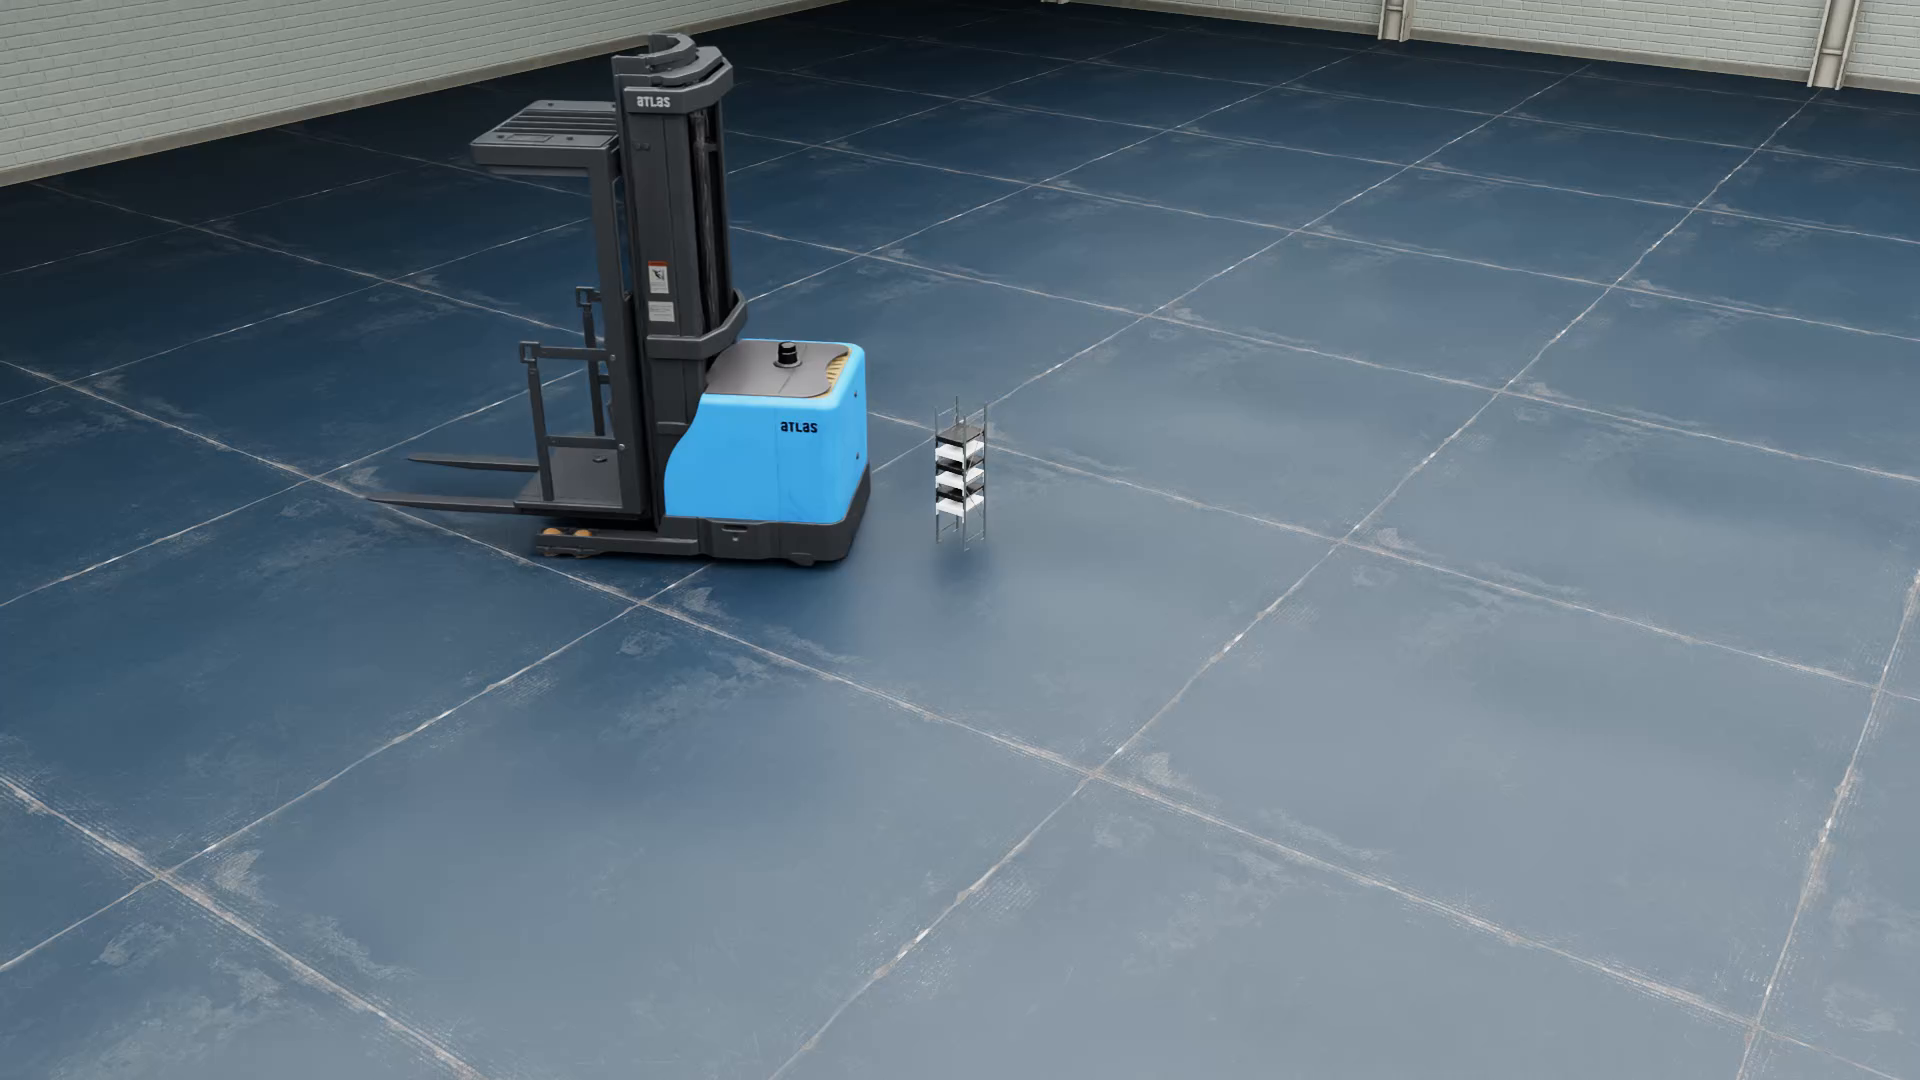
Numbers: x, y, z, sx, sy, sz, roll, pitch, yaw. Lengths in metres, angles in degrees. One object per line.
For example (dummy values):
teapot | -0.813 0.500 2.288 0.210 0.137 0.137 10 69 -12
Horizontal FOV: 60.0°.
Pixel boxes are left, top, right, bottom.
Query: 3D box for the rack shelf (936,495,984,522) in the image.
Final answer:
rack shelf | 0.007 -0.209 10.139 0.200 0.077 0.258 17 32 30

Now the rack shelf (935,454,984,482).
rack shelf | 0.007 -0.449 10.016 0.200 0.077 0.258 17 32 30

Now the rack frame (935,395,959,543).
rack frame | -0.077 -0.425 10.093 0.006 0.900 0.240 17 32 30

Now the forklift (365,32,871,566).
forklift | -2.130 -1.431 9.829 3.031 2.935 1.130 3 27 6

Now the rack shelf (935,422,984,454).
rack shelf | 0.007 -0.610 9.934 0.200 0.077 0.258 17 32 30

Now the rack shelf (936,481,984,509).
rack shelf | 0.007 -0.289 10.098 0.200 0.077 0.258 17 32 30

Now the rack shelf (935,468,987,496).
rack shelf | 0.007 -0.369 10.057 0.200 0.077 0.258 17 32 30

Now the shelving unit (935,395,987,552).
shelving unit | 0.007 -0.399 10.042 0.210 0.900 0.258 17 32 30

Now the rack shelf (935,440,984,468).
rack shelf | 0.007 -0.530 9.975 0.200 0.077 0.258 17 32 30

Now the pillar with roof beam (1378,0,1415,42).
pillar with roof beam | 4.121 -9.980 19.939 0.400 9.000 9.100 17 32 30

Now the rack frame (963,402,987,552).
rack frame | 0.090 -0.373 9.990 0.006 0.900 0.240 17 32 30

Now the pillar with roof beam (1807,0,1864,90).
pillar with roof beam | 9.067 -8.439 16.912 0.400 9.000 9.100 17 32 30

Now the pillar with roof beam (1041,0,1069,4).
pillar with roof beam | -0.825 -11.521 22.967 0.400 9.000 9.100 17 32 30
